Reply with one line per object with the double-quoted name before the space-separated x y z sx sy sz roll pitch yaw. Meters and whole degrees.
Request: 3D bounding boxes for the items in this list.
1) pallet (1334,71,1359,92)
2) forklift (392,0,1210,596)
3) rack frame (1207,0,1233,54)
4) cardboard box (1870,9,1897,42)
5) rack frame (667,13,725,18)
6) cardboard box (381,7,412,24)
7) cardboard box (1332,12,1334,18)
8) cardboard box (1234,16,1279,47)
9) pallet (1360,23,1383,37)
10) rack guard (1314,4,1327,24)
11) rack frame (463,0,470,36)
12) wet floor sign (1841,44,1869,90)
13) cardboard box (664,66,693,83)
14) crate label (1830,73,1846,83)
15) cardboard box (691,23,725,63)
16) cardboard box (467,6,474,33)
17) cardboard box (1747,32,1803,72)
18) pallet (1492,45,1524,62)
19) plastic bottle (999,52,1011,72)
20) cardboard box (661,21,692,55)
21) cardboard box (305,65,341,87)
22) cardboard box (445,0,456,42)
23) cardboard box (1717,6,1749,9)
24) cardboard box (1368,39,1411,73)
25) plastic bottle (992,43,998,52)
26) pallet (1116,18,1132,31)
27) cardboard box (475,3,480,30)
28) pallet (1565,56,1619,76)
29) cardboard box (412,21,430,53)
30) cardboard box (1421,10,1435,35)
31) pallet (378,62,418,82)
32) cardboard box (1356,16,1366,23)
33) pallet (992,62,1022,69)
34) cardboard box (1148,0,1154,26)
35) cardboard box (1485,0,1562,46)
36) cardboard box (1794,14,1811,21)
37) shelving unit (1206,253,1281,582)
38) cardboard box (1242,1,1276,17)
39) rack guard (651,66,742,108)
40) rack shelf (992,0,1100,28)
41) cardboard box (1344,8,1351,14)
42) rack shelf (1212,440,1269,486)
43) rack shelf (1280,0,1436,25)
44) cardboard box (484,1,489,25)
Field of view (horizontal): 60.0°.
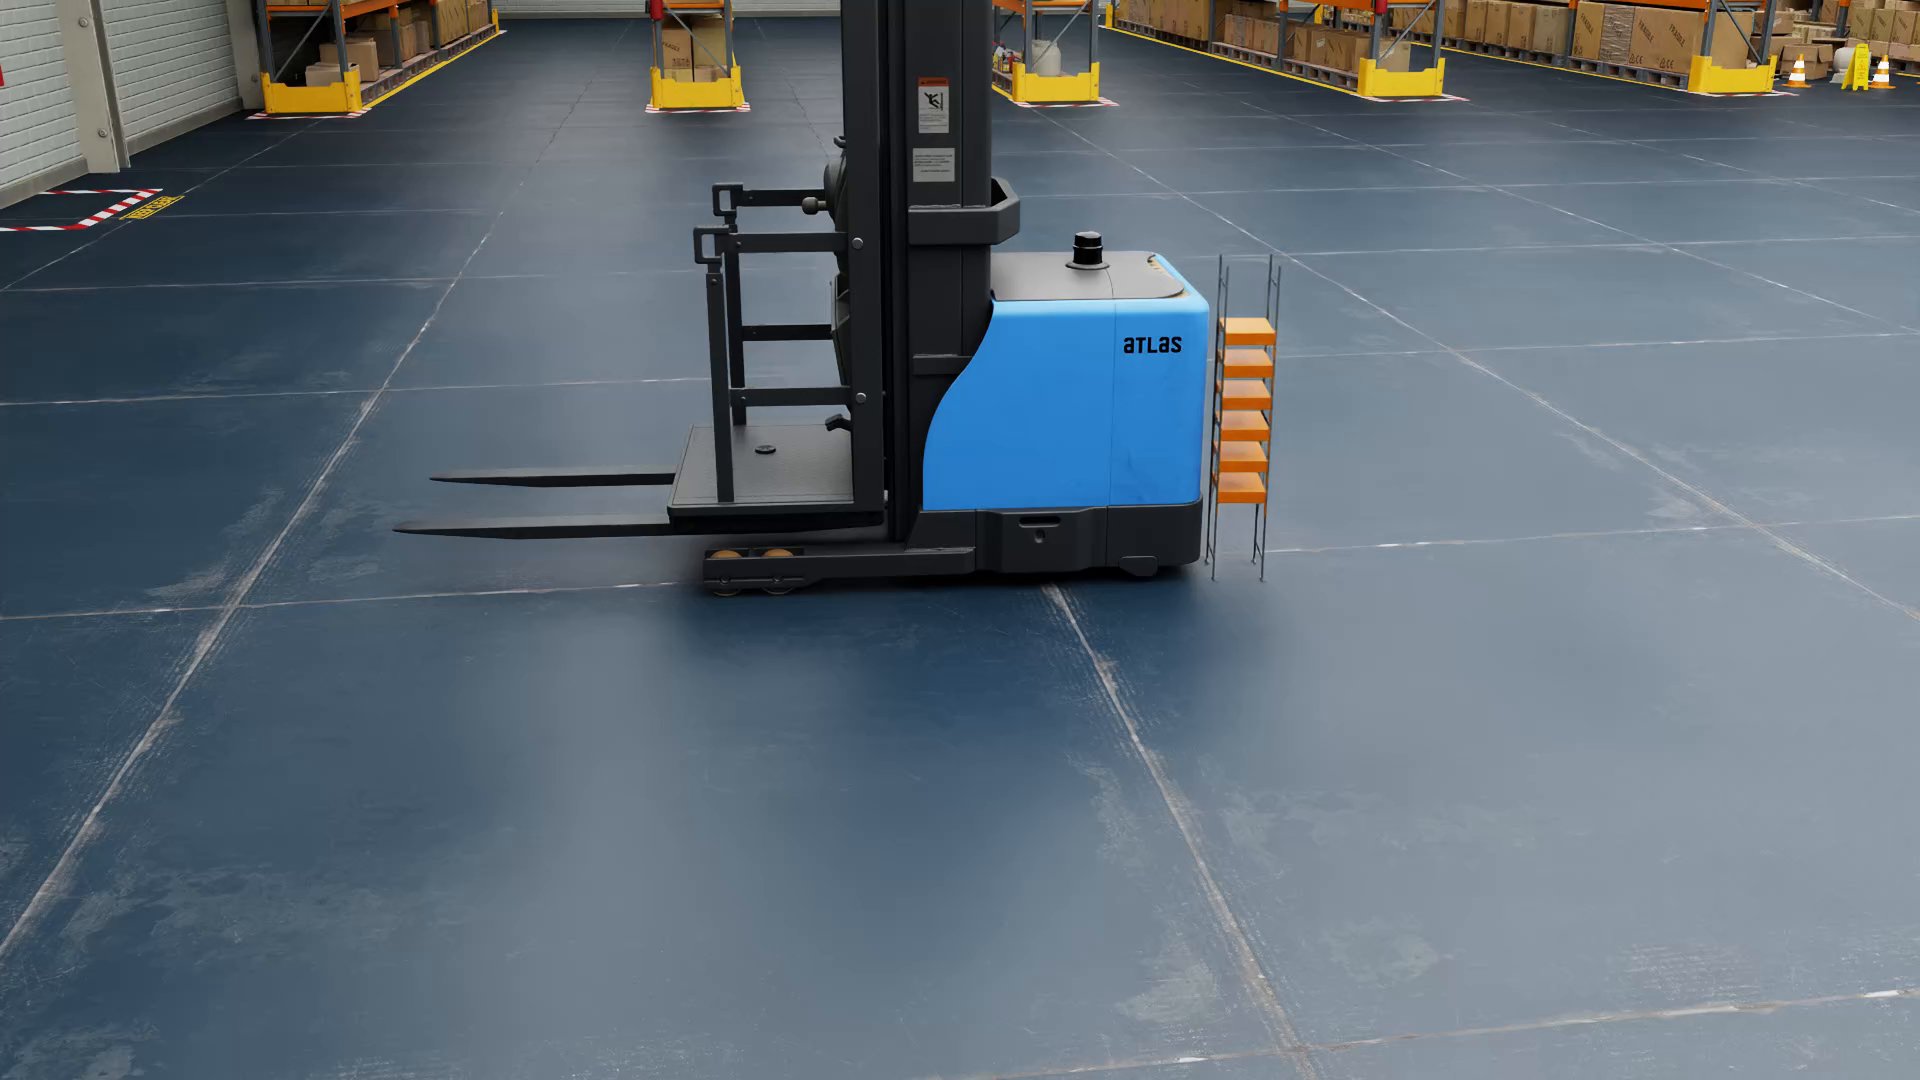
"pallet" 6.187 -6.738 24.454 1.003 0.211 1.213 -3 21 -8
"forklift" -0.626 -1.357 6.160 3.031 2.935 1.130 -1 21 -4
"rack frame" 5.126 -10.504 30.554 1.000 3.000 0.127 -3 21 -8
"cardboard box" 15.416 -8.477 27.382 0.500 0.500 0.500 -2 21 -6
"rack frame" -4.100 -8.621 25.512 1.000 3.000 0.127 -3 21 -8
"cardboard box" -9.403 -8.694 27.579 0.500 0.250 0.500 -3 21 -7
"cardboard box" 8.773 -12.067 38.211 0.380 0.149 0.250 -3 21 -8
"cardboard box" 5.335 -9.117 29.783 0.700 0.500 0.500 -5 21 -12
"pallet" 9.341 -11.029 35.944 1.003 0.211 1.213 -3 21 -8
"rack guard" 8.907 -12.292 38.913 1.175 0.500 0.348 -3 21 -8
"rack frame" -10.155 -11.140 32.255 1.000 3.000 0.127 -3 21 -8
"wet floor sign" 13.166 -6.937 24.366 0.267 0.644 0.232 -7 21 -17
"cardboard box" -3.893 -6.316 22.668 0.500 0.250 0.500 -3 21 -8
"crate label" 13.524 -7.073 25.457 0.250 0.136 0.298 -15 25 -35
"cardboard box" -3.540 -7.039 23.532 0.500 0.500 0.500 -3 21 -8
"cardboard box" -10.161 -10.430 33.326 0.700 0.500 0.500 -3 21 -7
"cardboard box" 13.185 -7.932 27.041 0.797 0.637 0.503 -3 21 -8
"pallet" 10.261 -8.715 29.748 1.003 0.211 1.213 -3 21 -8
"plastic bottle" 0.671 -7.117 24.749 0.152 0.276 0.135 -3 21 -7
"cardboard box" -4.125 -7.186 23.926 0.500 0.500 0.500 -3 21 -8
"cardboard box" -8.436 -6.176 22.178 0.500 0.311 0.500 -5 21 -14
"cardboard box" -9.675 -9.510 30.362 0.750 0.750 0.750 -3 21 -8
"cardboard box" 14.916 -10.449 32.842 0.875 0.875 0.875 -3 21 -8
"cardboard box" 6.206 -6.977 24.083 0.500 0.500 0.500 1 20 2
"plastic bottle" 0.535 -7.469 25.584 0.144 0.351 0.185 -4 21 -10
"pallet" 4.166 -11.695 37.727 1.003 0.211 1.213 -3 21 -8
"cardboard box" -10.302 -10.782 34.269 0.700 0.500 0.500 -2 21 -6
"pallet" 10.658 -7.761 27.194 1.003 0.211 1.213 -3 21 -8
"cardboard box" -9.423 -8.543 28.247 0.700 0.500 0.500 -3 21 -7
"cardboard box" 9.532 -10.322 33.038 0.500 0.500 0.500 -4 21 -10
"pallet" -9.115 -7.333 26.049 1.003 0.211 1.213 -3 21 -8
"cardboard box" 8.930 -11.443 36.540 0.380 0.149 0.250 -3 21 -8
"pallet" 0.857 -7.329 26.037 1.003 0.211 1.213 -3 21 -8
"cardboard box" 4.534 -11.323 35.183 0.875 0.875 0.875 -3 21 -8
"cardboard box" 10.177 -9.345 30.064 1.050 0.750 0.750 -3 21 -7
"cardboard box" 18.897 -11.680 37.176 0.380 0.149 0.250 -4 21 -9
"shelving unit" 1.049 -0.446 6.192 0.189 1.200 0.258 0 20 2
"cardboard box" 5.339 -9.477 29.676 0.500 0.250 0.500 -1 20 -2
"rack guard" -3.520 -6.057 22.219 1.175 0.500 0.348 -3 21 -8
"rack shelf" 1.090 -7.840 24.449 1.077 0.370 4.000 -3 21 -8
"cardboard box" 8.886 -11.936 37.437 0.380 0.149 0.250 -4 21 -10
"rack shelf" 1.050 -0.292 6.250 0.180 0.103 0.258 0 20 2
"rack shelf" 5.991 -8.090 25.118 1.077 0.370 4.000 -3 21 -8
"cardboard box" -10.532 -11.313 35.692 0.700 0.500 0.500 -3 21 -8
